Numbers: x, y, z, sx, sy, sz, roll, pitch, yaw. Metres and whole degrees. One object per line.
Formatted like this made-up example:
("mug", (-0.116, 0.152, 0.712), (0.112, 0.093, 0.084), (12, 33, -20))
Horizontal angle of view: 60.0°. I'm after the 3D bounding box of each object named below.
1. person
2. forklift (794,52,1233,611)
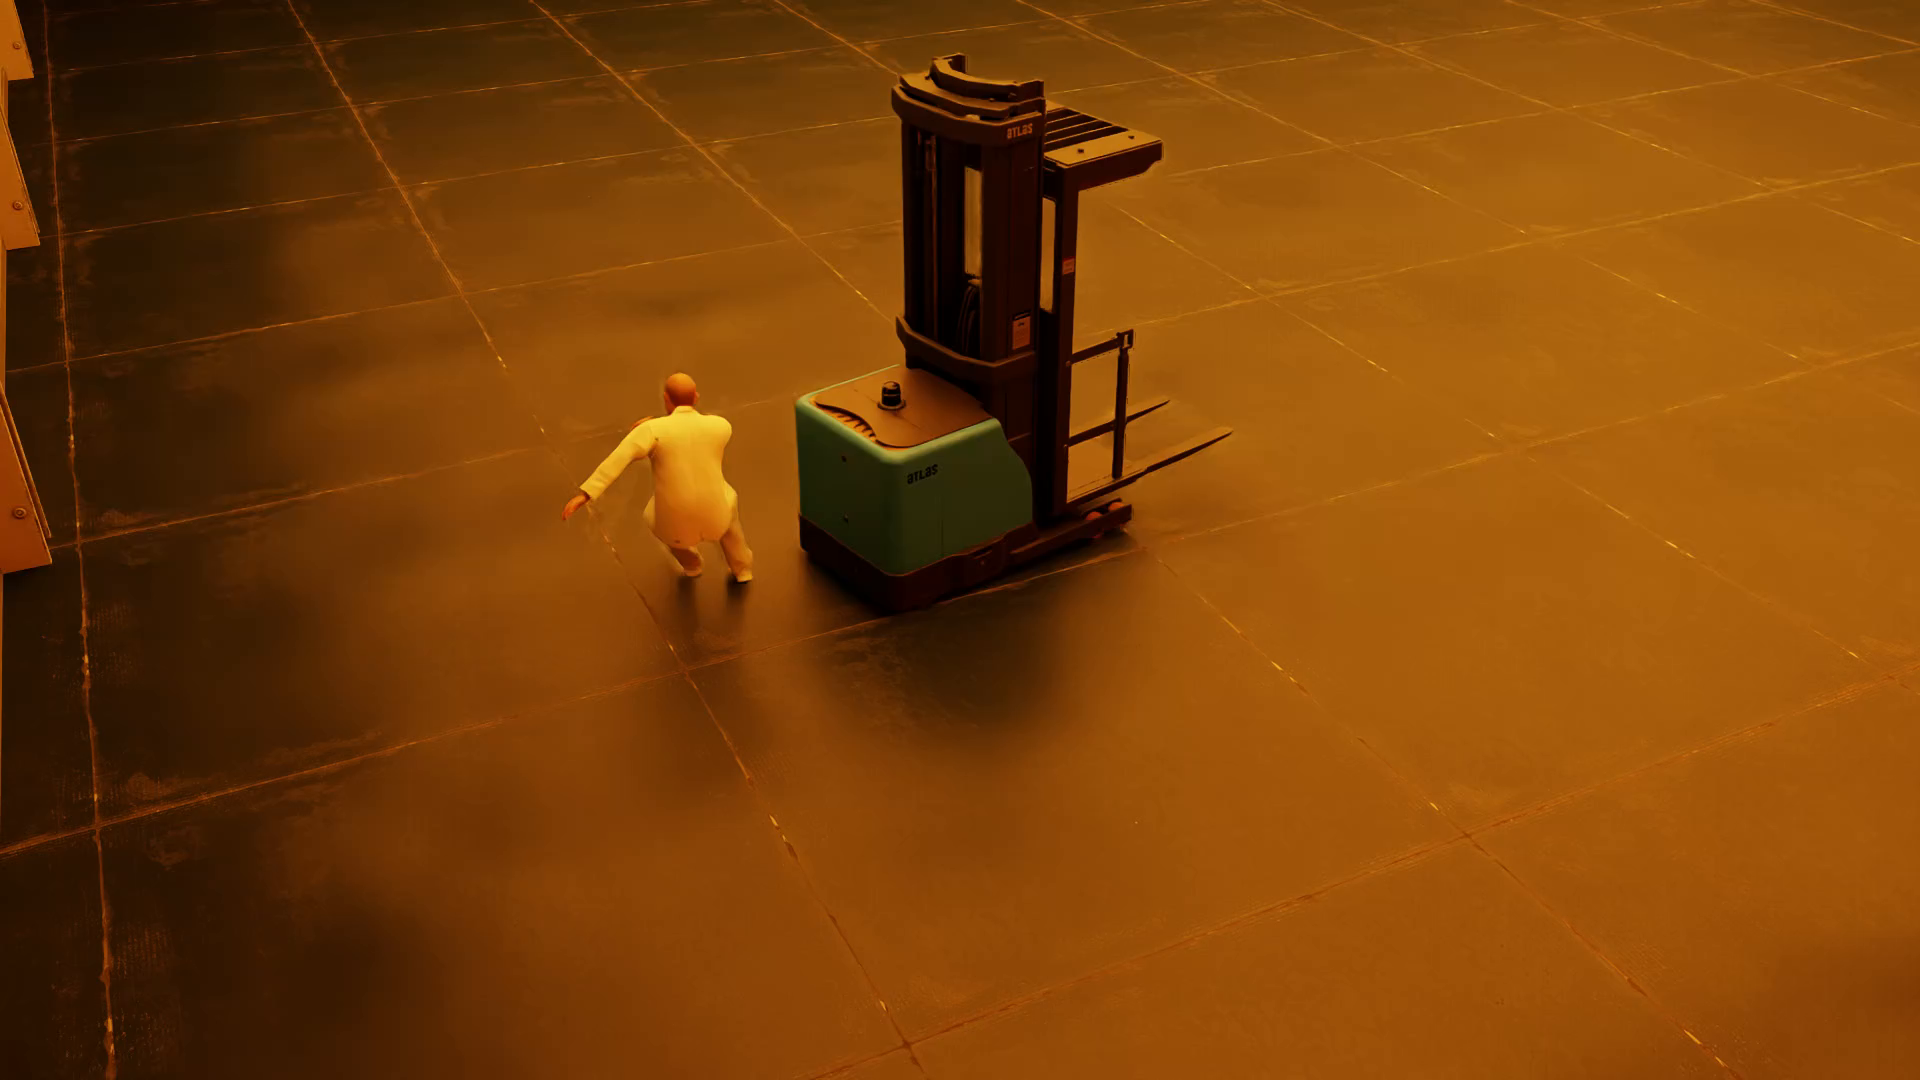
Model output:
("person", (-1.756, -0.232, 9.495), (1.200, 1.481, 1.029), (-13, 33, -21))
("forklift", (0.472, -1.458, 10.080), (3.031, 2.935, 1.130), (-22, 38, -32))
